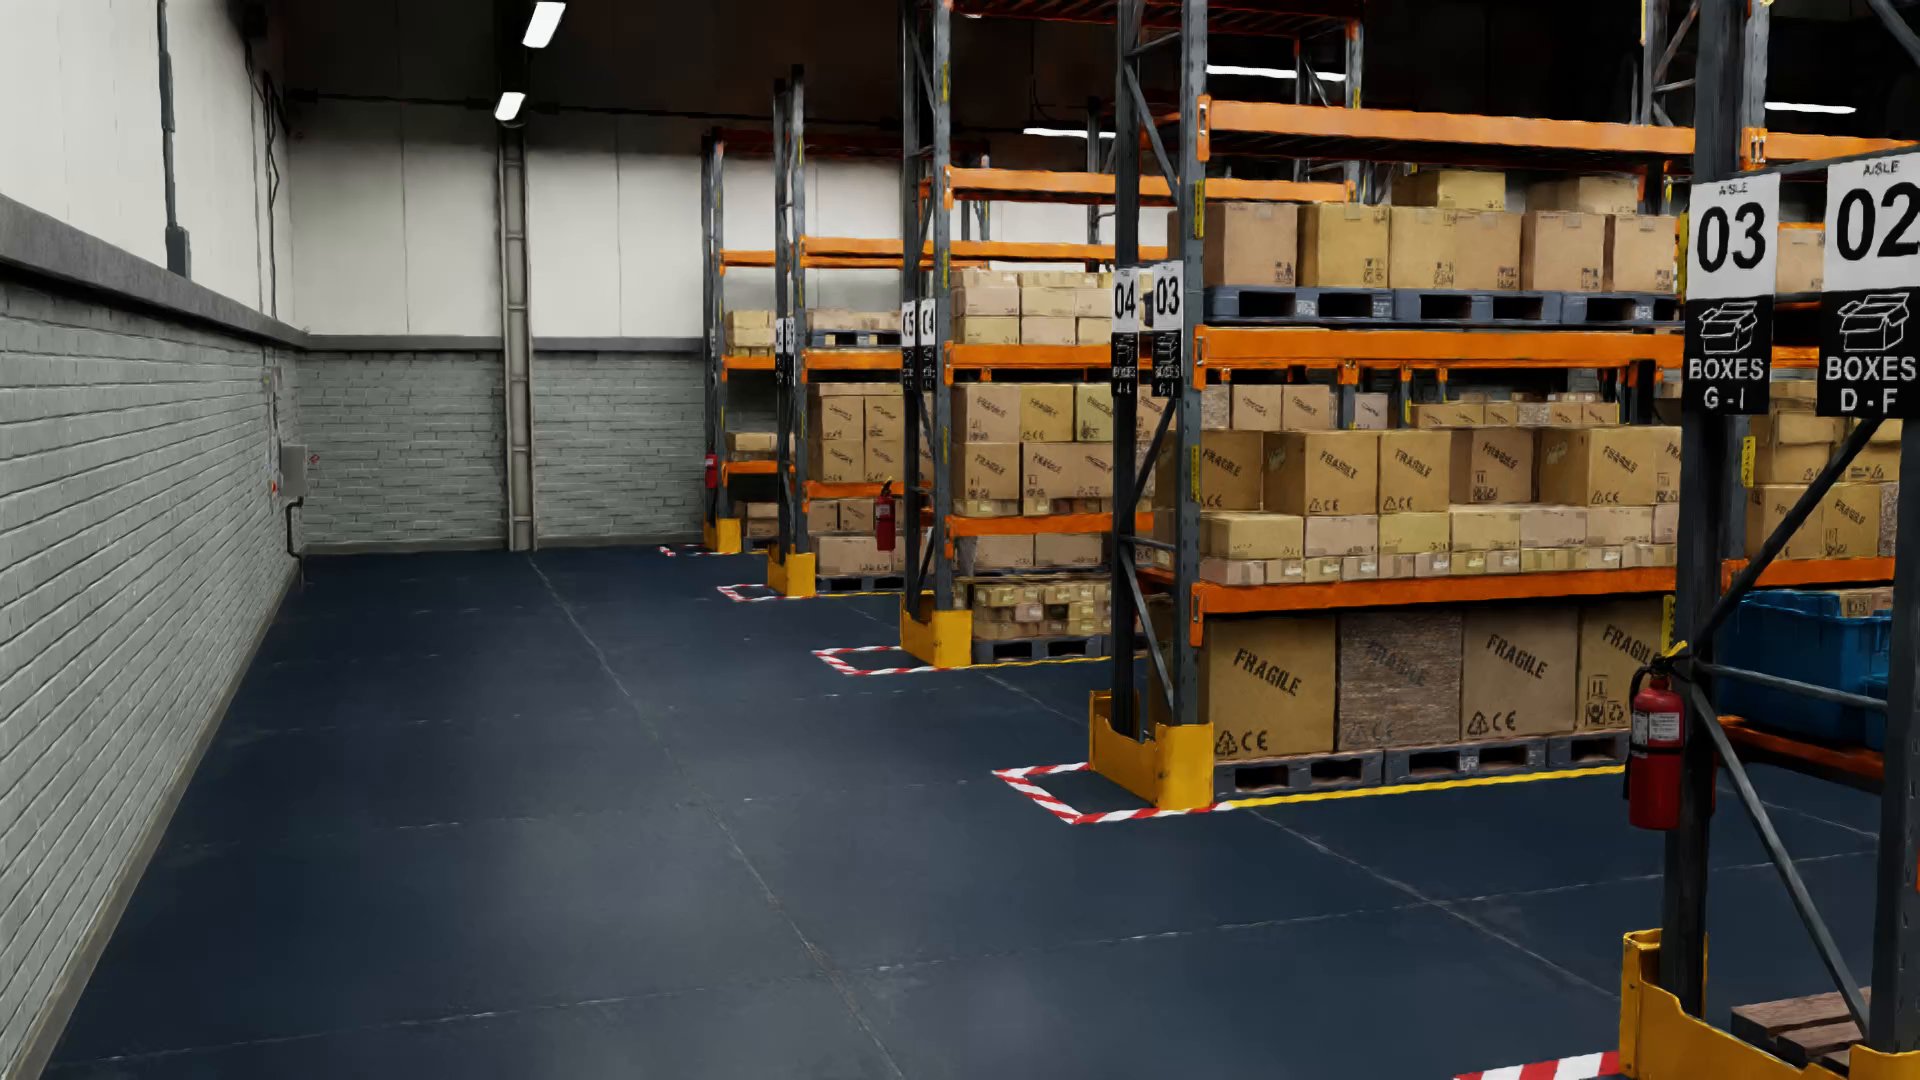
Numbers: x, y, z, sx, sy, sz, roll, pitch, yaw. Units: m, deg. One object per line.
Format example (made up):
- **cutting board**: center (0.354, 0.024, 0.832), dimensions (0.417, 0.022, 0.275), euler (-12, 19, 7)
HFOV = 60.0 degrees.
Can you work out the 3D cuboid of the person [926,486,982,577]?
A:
- **person**: center (-0.053, -0.073, 17.284), dimensions (0.599, 1.825, 0.408), euler (0, 6, -5)
